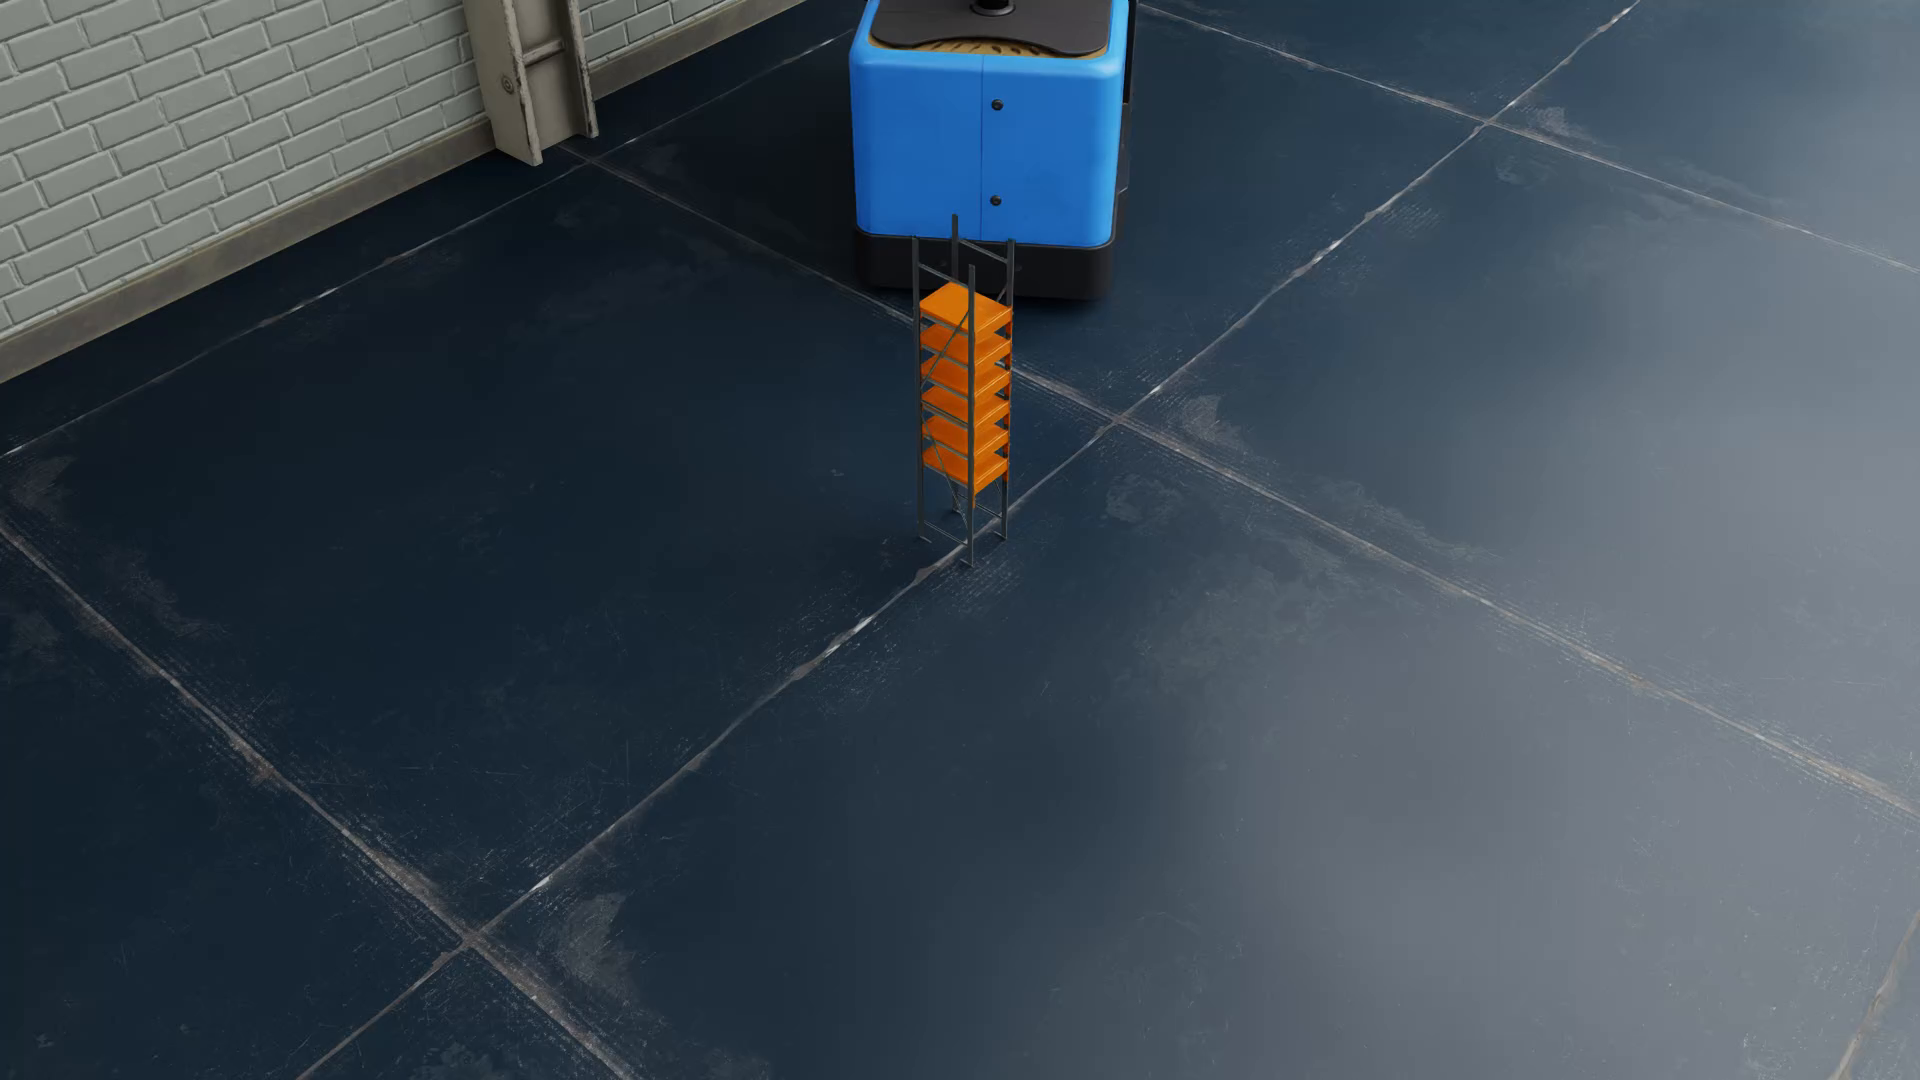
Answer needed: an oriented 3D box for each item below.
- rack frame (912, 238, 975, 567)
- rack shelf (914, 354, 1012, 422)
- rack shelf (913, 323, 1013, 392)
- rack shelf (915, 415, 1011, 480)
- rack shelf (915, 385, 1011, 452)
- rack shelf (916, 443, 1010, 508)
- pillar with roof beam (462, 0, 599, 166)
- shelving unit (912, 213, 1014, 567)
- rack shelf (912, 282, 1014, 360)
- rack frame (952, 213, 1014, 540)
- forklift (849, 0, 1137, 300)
[{"bbox_3d":[-0.050,-0.404,5.303,0.240,1.200,0.006,29,50,28],"label":"rack frame"},{"bbox_3d":[0.009,-0.507,5.304,0.258,0.103,0.180,29,50,28],"label":"rack shelf"},{"bbox_3d":[0.009,-0.596,5.223,0.258,0.103,0.180,29,50,28],"label":"rack shelf"},{"bbox_3d":[0.009,-0.330,5.465,0.258,0.103,0.180,29,50,28],"label":"rack shelf"},{"bbox_3d":[0.009,-0.419,5.384,0.258,0.103,0.180,29,50,28],"label":"rack shelf"},{"bbox_3d":[0.009,-0.241,5.546,0.258,0.103,0.180,29,50,28],"label":"rack shelf"},{"bbox_3d":[1.349,-3.349,2.744,9.100,9.000,0.400,29,50,28],"label":"pillar with roof beam"},{"bbox_3d":[0.009,-0.451,5.355,0.258,1.200,0.189,29,50,28],"label":"shelving unit"},{"bbox_3d":[0.009,-0.685,5.142,0.258,0.103,0.180,29,50,28],"label":"rack shelf"},{"bbox_3d":[0.068,-0.498,5.406,0.240,1.200,0.006,29,50,28],"label":"rack frame"},{"bbox_3d":[0.252,-3.043,6.918,1.130,2.935,3.031,4,42,5],"label":"forklift"}]
